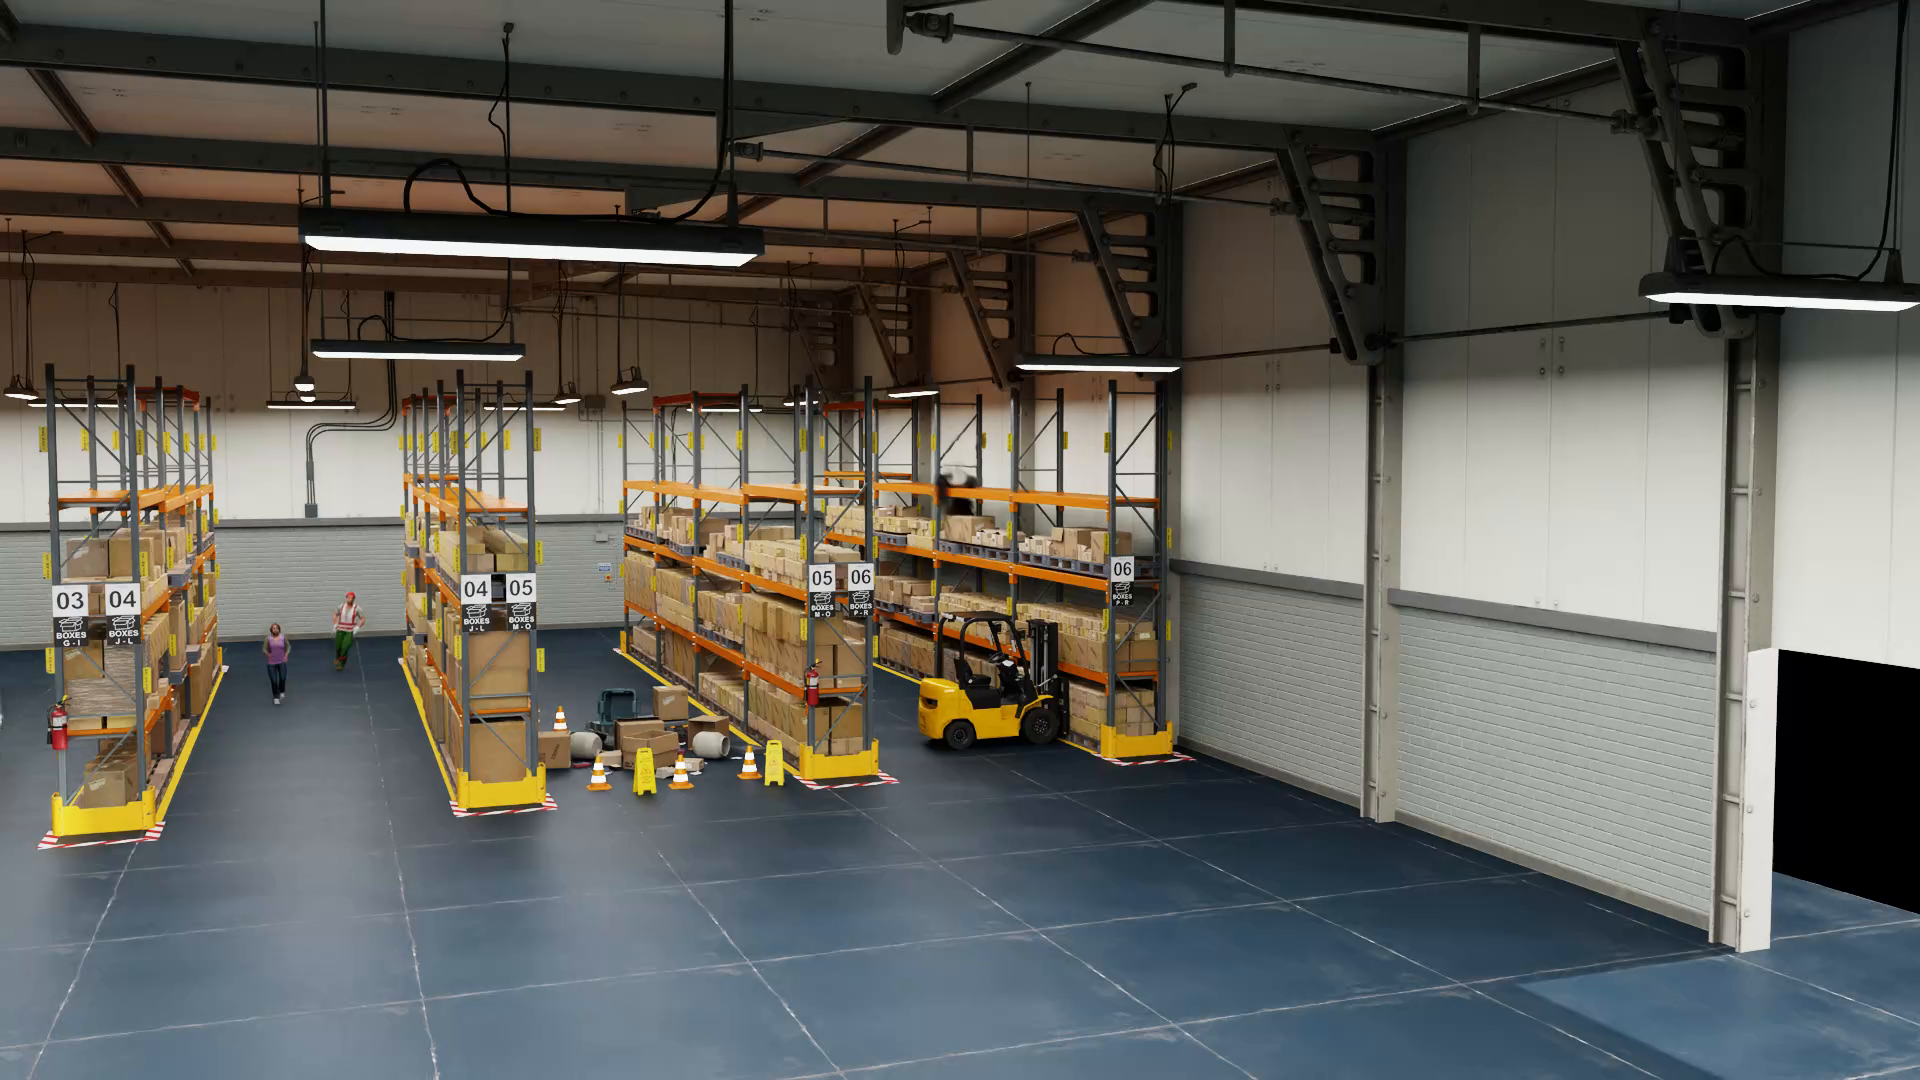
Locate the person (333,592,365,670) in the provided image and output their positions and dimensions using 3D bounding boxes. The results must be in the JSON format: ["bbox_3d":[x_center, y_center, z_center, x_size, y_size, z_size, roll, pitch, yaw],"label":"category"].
[{"bbox_3d":[-13.487,2.000,36.677,0.725,1.730,0.580,-1,3,-10],"label":"person"}]

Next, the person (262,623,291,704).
[{"bbox_3d":[-13.021,2.363,31.699,0.518,1.558,0.548,-1,4,-24],"label":"person"}]

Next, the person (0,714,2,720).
[{"bbox_3d":[-13.578,2.817,22.953,0.592,1.734,0.684,-2,4,-25],"label":"person"}]
